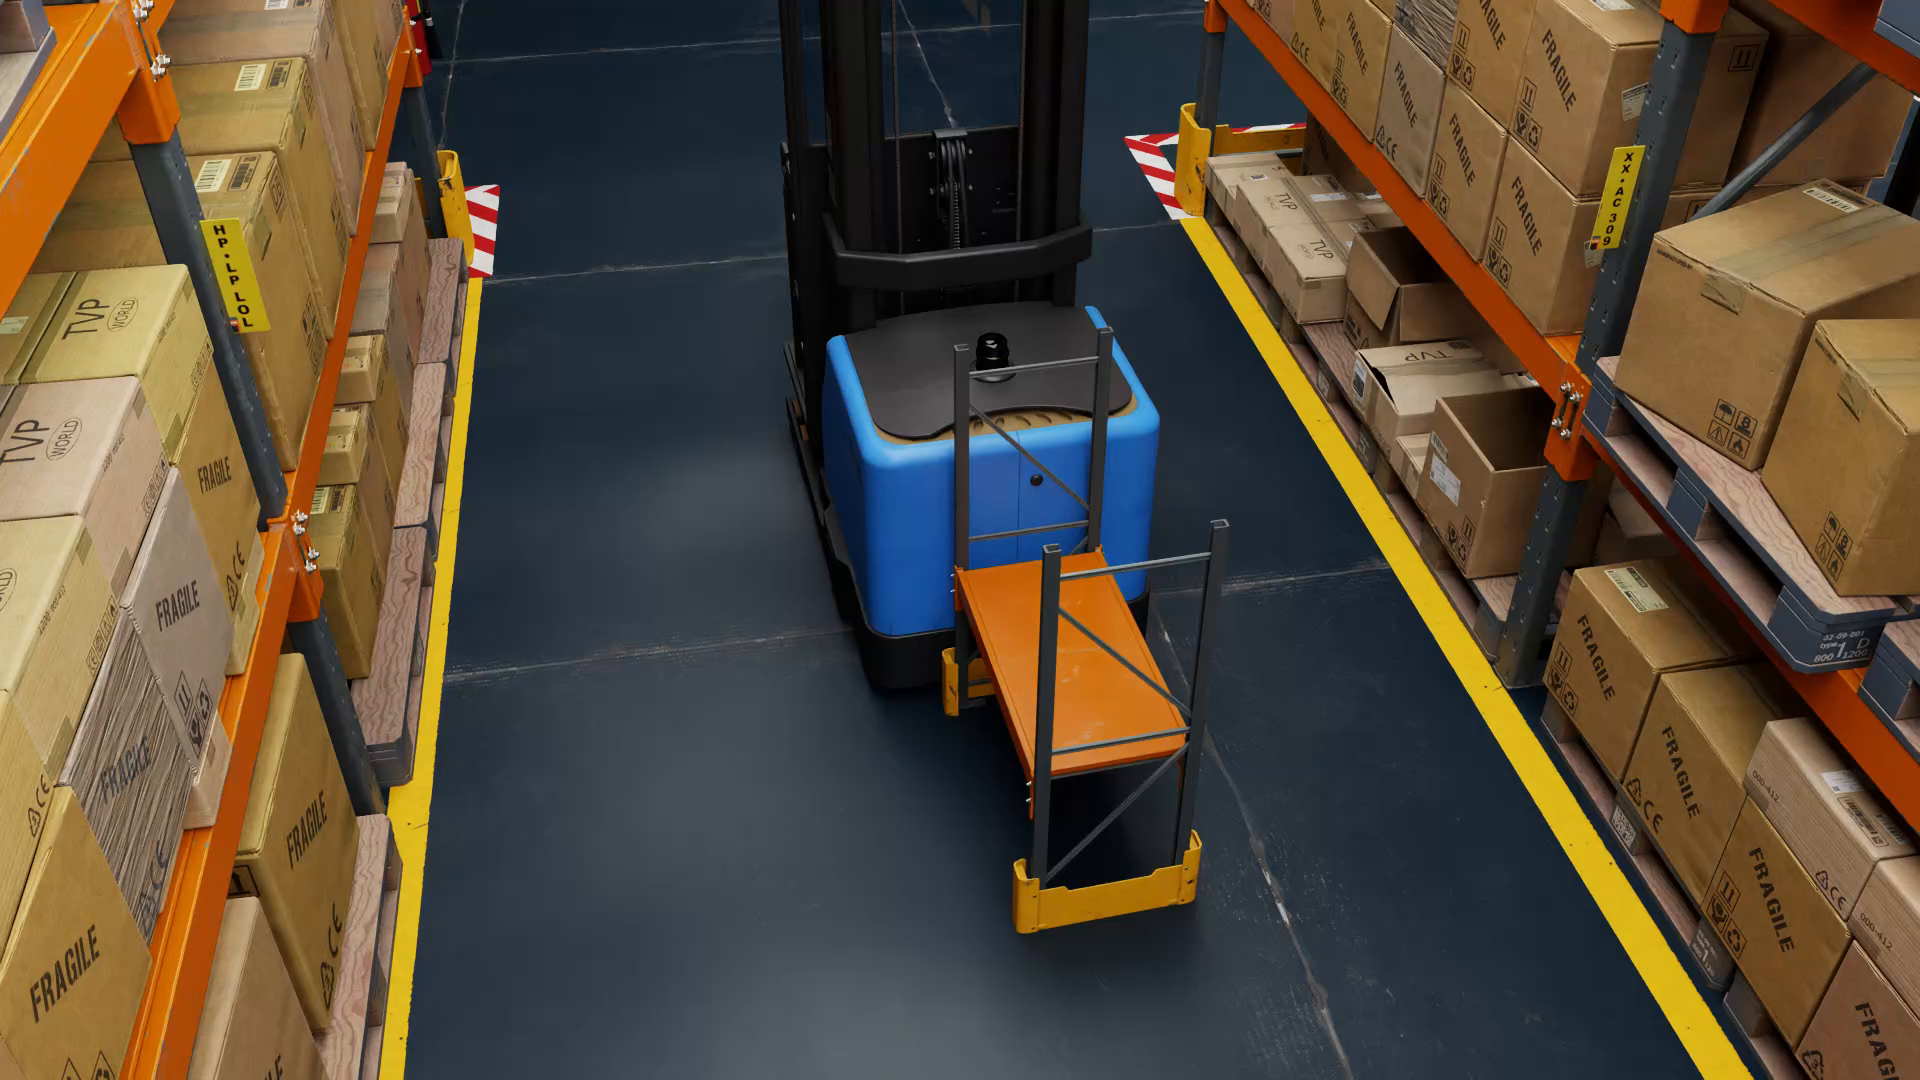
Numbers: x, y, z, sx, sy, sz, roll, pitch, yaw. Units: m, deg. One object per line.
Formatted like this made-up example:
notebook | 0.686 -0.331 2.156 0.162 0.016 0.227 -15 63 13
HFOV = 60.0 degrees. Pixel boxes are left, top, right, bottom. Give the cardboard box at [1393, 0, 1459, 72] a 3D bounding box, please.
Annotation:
cardboard box | 1.943 -2.051 6.048 0.500 0.500 0.500 -6 38 -8

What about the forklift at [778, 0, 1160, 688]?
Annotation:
forklift | -0.142 -1.533 6.335 1.130 2.935 3.031 -8 39 -10

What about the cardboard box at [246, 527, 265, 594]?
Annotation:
cardboard box | -2.071 0.075 4.397 0.380 0.149 0.250 -6 38 -8

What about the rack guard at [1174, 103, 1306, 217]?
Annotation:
rack guard | 1.779 -2.108 9.056 1.175 0.500 0.348 -6 38 -8

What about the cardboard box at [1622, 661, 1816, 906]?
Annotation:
cardboard box | 2.417 0.728 5.047 0.500 0.500 0.500 -6 38 -7

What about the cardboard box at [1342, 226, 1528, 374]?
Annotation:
cardboard box | 2.133 -1.047 7.329 0.797 0.503 0.637 -6 38 -8

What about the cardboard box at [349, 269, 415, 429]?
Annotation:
cardboard box | -2.712 -0.767 6.987 0.700 0.500 0.500 -7 38 -9

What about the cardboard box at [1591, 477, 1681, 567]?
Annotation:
cardboard box | 2.607 -0.114 6.285 0.500 0.311 0.500 -6 38 -8

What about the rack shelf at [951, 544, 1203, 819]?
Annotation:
rack shelf | 0.344 0.420 5.281 0.538 0.185 1.000 -8 39 -10

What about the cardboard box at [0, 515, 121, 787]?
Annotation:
cardboard box | -1.906 0.221 3.068 0.500 0.250 0.500 -6 38 -7

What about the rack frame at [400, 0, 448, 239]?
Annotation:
rack frame | -3.110 -2.606 7.660 1.000 3.000 0.127 -6 38 -8

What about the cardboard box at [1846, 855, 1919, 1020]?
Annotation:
cardboard box | 2.576 1.017 4.063 0.500 0.250 0.500 -7 38 -9

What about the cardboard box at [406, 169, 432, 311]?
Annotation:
cardboard box | -2.889 -1.373 7.767 0.700 0.500 0.500 -6 38 -8

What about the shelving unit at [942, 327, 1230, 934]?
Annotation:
shelving unit | 0.342 0.272 5.177 0.587 1.500 1.083 -8 39 -10

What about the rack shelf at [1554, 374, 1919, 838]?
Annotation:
rack shelf | 2.818 0.767 3.904 1.077 0.370 4.000 -6 38 -8

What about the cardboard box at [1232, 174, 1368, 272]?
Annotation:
cardboard box | 1.670 -1.568 8.206 0.500 0.250 0.500 -6 38 -8

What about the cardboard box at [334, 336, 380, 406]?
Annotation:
cardboard box | -2.411 -0.629 6.282 0.380 0.149 0.250 -7 38 -9

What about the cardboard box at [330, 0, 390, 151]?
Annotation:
cardboard box | -2.872 -1.979 6.608 0.980 0.700 0.700 -7 38 -8

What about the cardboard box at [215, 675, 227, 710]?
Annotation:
cardboard box | -2.002 0.386 3.997 0.380 0.149 0.250 -5 38 -7

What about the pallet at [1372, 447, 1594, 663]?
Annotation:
pallet | 2.348 -0.039 6.628 1.003 0.211 1.213 -6 38 -8

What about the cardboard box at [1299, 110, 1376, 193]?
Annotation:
cardboard box | 2.104 -2.026 8.592 0.500 0.500 0.500 -6 38 -8

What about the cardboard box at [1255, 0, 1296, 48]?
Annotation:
cardboard box | 1.680 -2.573 7.536 0.500 0.500 0.500 -7 38 -8

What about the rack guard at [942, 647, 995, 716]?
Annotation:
rack guard | 0.228 0.468 5.944 0.587 0.250 0.087 -8 39 -10

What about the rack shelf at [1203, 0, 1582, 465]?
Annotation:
rack shelf | 2.117 -1.649 7.014 1.077 0.370 4.000 -6 38 -8

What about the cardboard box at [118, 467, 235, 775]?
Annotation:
cardboard box | -1.981 0.204 3.702 0.500 0.500 0.500 -6 38 -8

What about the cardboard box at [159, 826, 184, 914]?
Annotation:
cardboard box | -1.921 0.694 3.600 0.380 0.149 0.250 -6 38 -8

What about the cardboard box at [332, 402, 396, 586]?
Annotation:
cardboard box | -2.524 -0.135 6.174 0.700 0.500 0.500 -7 38 -8

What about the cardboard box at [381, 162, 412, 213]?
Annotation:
cardboard box | -2.687 -1.571 7.494 0.380 0.149 0.250 -7 38 -8

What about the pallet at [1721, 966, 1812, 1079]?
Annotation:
pallet | 2.864 1.602 4.516 1.003 0.211 1.213 -6 38 -8

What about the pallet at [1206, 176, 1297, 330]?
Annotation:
pallet | 1.920 -1.513 8.525 1.003 0.211 1.213 -6 38 -8

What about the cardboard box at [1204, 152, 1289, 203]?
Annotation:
cardboard box | 1.501 -1.899 8.715 0.380 0.149 0.250 -6 38 -8

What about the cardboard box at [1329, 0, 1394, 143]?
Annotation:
cardboard box | 1.851 -1.968 6.756 0.500 0.500 0.500 -6 38 -7

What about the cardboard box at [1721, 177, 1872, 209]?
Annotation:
cardboard box | 2.646 -1.102 5.642 0.500 0.500 0.500 -5 38 -7

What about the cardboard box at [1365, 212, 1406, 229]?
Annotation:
cardboard box | 2.241 -1.350 7.926 0.500 0.250 0.500 -6 38 -8

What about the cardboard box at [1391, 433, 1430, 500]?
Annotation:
cardboard box | 1.963 -0.307 6.665 0.380 0.149 0.250 -6 38 -8

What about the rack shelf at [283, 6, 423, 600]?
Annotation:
rack shelf | -2.760 -1.114 6.325 1.077 0.370 4.000 -6 38 -8

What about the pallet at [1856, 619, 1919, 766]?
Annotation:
pallet | 2.823 0.592 3.699 1.003 0.211 1.213 -6 38 -8

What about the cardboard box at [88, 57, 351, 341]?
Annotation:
cardboard box | -2.611 -1.079 5.450 0.980 0.700 0.700 -7 38 -9

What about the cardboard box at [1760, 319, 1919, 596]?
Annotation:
cardboard box | 2.513 -0.212 4.154 0.700 0.500 0.500 -1 38 -1

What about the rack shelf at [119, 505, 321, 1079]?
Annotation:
rack shelf | -2.058 1.302 3.216 1.077 0.370 4.000 -6 38 -8

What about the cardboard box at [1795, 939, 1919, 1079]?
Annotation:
cardboard box | 2.585 1.336 4.265 0.500 0.500 0.500 -8 38 -10

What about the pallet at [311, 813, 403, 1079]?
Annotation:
pallet | -2.199 1.369 4.816 1.003 0.211 1.213 -6 38 -8

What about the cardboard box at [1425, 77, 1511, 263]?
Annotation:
cardboard box | 2.035 -1.350 5.962 0.500 0.500 0.500 -5 38 -7

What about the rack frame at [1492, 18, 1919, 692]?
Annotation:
rack frame | 2.467 -0.725 5.238 1.000 3.000 0.127 -6 38 -8

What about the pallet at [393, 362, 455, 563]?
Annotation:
pallet | -2.682 -0.295 6.958 1.003 0.211 1.213 -6 38 -8

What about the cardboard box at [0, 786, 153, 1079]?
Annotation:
cardboard box | -1.808 0.809 2.923 0.500 0.500 0.500 -5 38 -7

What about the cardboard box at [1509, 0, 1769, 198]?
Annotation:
cardboard box | 2.124 -1.437 5.258 0.500 0.500 0.500 -6 38 -8

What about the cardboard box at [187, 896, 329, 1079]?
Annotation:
cardboard box | -2.008 1.408 3.902 0.750 0.750 0.750 -5 38 -7

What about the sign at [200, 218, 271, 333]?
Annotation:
sign | -1.876 -0.680 4.302 0.100 0.325 0.005 -6 38 -8

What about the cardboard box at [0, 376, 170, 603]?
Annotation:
cardboard box | -1.995 -0.087 3.465 0.500 0.250 0.500 -5 38 -7

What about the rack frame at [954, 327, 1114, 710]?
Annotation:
rack frame | 0.228 -0.026 5.561 0.500 1.500 0.032 -8 39 -10
